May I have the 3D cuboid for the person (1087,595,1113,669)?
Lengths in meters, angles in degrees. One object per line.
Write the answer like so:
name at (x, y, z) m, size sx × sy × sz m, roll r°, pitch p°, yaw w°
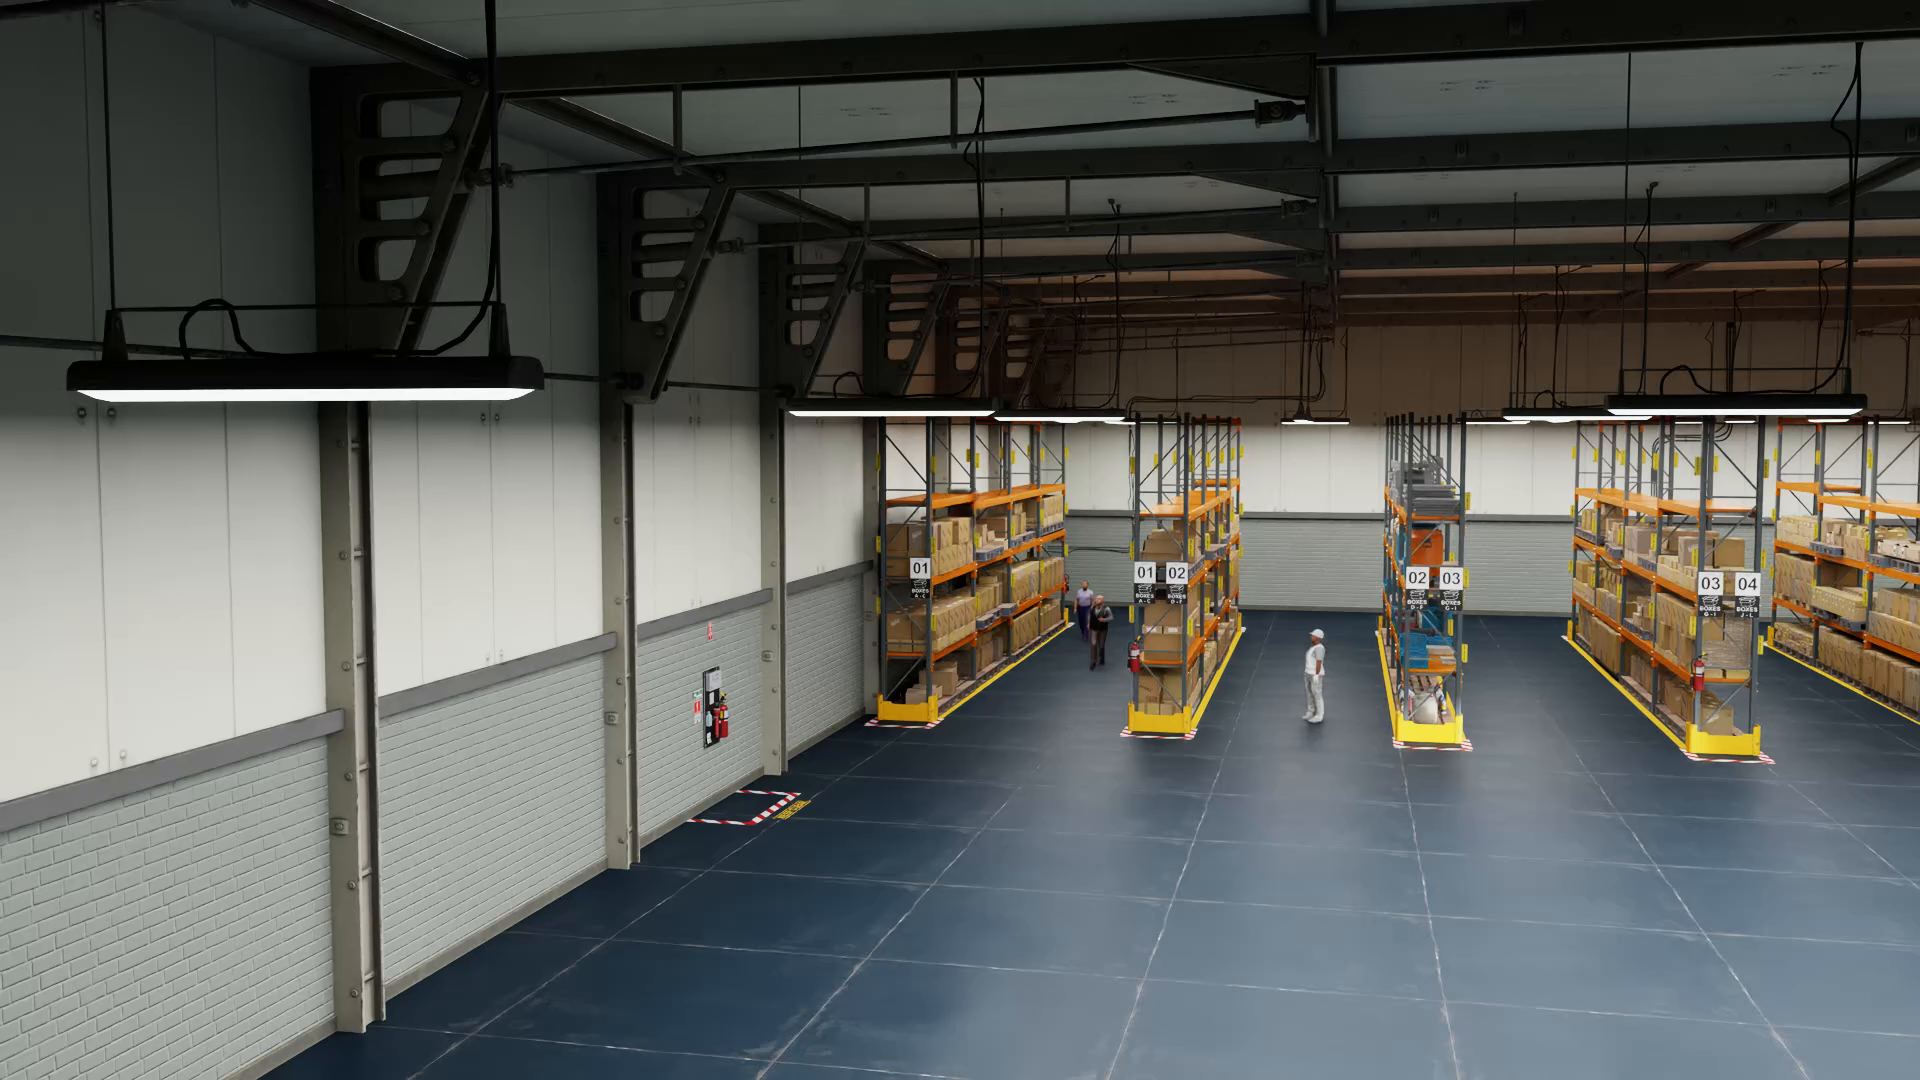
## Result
person at (3.322, 2.165, 39.498) m, size 0.646 × 1.694 × 0.995 m, roll 1°, pitch 4°, yaw 11°

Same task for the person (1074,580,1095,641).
person at (3.378, 1.892, 44.835) m, size 0.572 × 1.610 × 0.927 m, roll 1°, pitch 4°, yaw 16°

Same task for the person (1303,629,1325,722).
person at (6.920, 2.627, 32.444) m, size 0.420 × 1.789 × 0.616 m, roll -1°, pitch 4°, yaw -14°
